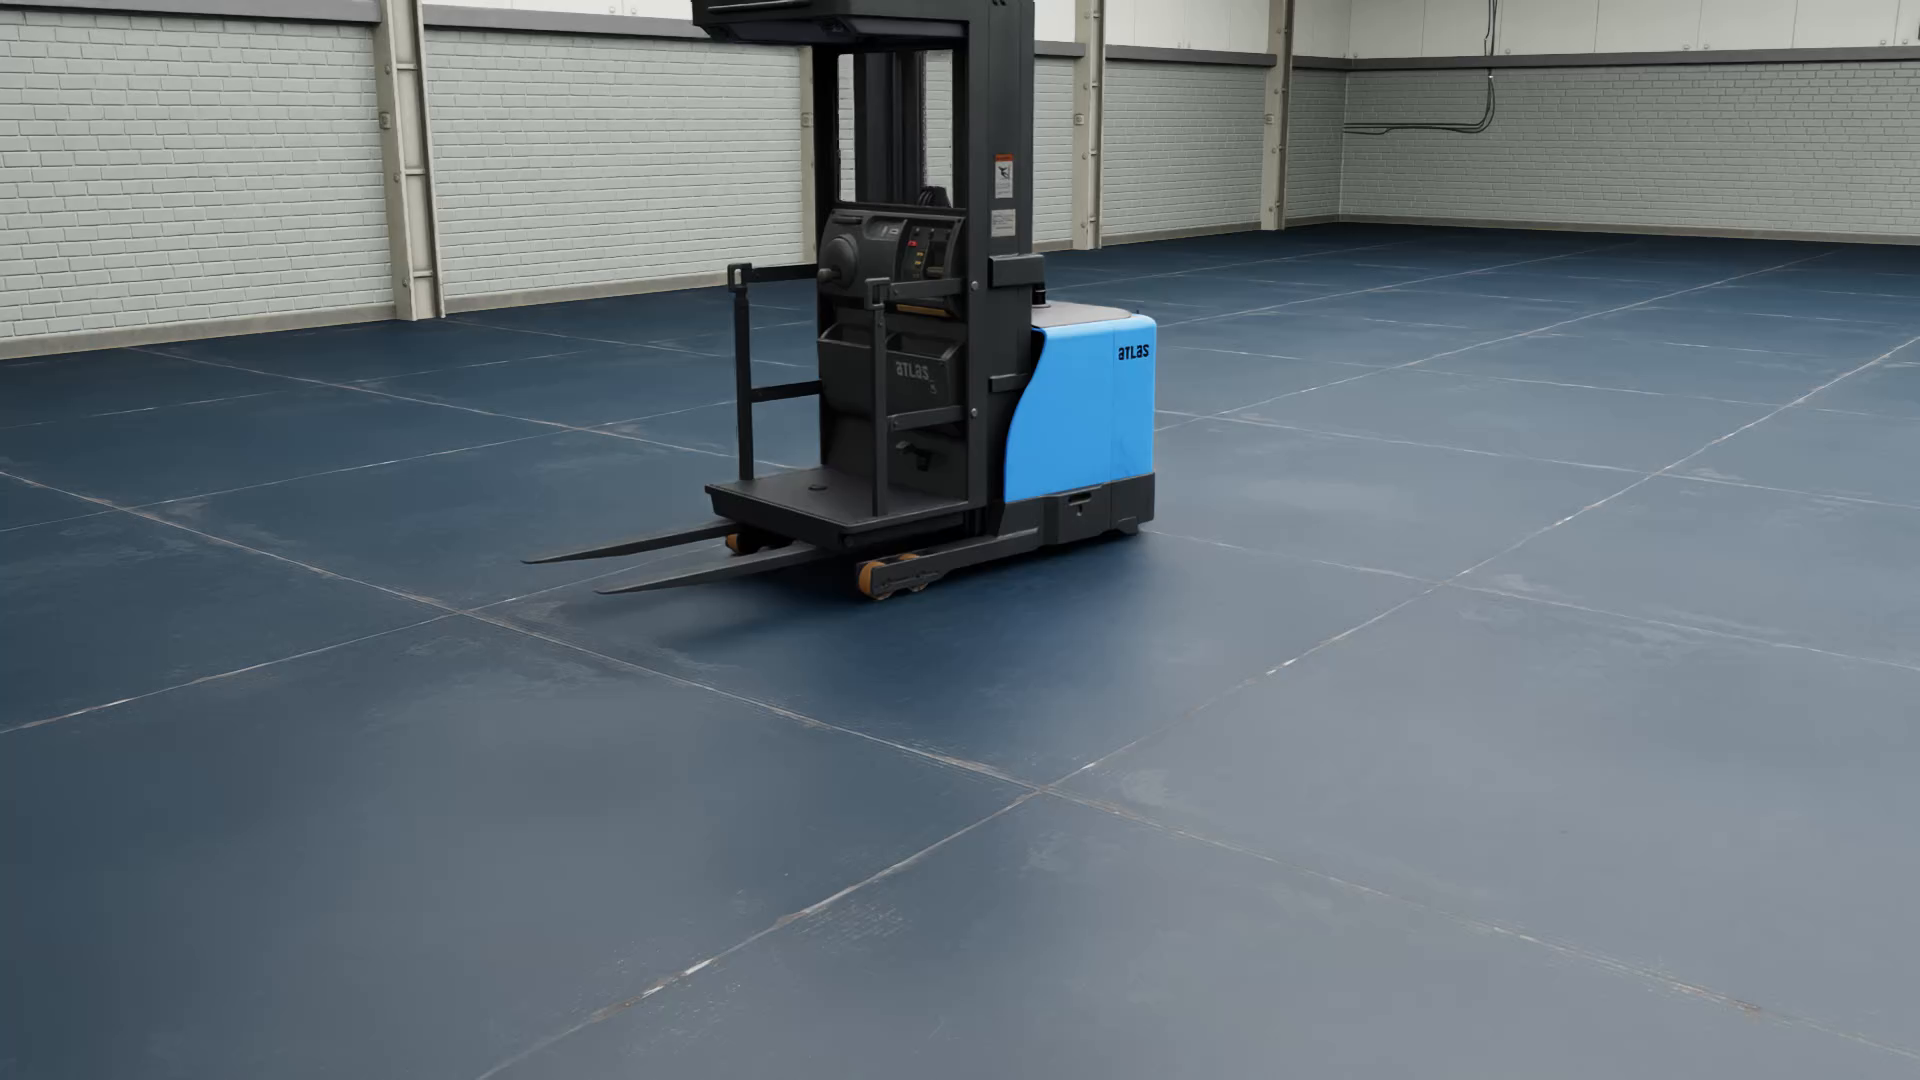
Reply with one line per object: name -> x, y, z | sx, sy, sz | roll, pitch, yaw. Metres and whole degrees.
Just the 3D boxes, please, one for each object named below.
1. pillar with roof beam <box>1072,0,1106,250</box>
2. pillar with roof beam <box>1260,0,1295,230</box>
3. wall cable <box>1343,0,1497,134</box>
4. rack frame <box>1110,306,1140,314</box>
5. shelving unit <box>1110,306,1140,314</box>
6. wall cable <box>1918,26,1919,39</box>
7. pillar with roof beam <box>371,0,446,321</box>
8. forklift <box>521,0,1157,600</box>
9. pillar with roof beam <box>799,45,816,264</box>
pillar with roof beam -> 5.335, -8.281, 22.443 | 9.100, 9.000, 0.400 | 11, 18, 38
pillar with roof beam -> 9.106, -9.430, 26.966 | 9.100, 9.000, 0.400 | 11, 18, 38
wall cable -> 8.638, -8.951, 31.386 | 3.097, 2.526, 0.112 | 11, 18, 38
rack frame -> 0.849, -0.687, 8.693 | 0.008, 1.050, 0.200 | -12, 19, -40
shelving unit -> 0.758, -0.667, 8.615 | 0.252, 1.050, 0.215 | -12, 19, -40
wall cable -> 16.012, -10.632, 24.790 | 2.305, 6.003, 0.169 | 11, 18, 38
pillar with roof beam -> -2.207, -5.983, 13.397 | 9.100, 9.000, 0.400 | 11, 18, 38
forklift -> -0.471, -1.308, 7.320 | 3.031, 2.935, 1.130 | -12, 19, -40
pillar with roof beam -> 1.564, -7.132, 17.920 | 9.100, 9.000, 0.400 | 11, 18, 38
